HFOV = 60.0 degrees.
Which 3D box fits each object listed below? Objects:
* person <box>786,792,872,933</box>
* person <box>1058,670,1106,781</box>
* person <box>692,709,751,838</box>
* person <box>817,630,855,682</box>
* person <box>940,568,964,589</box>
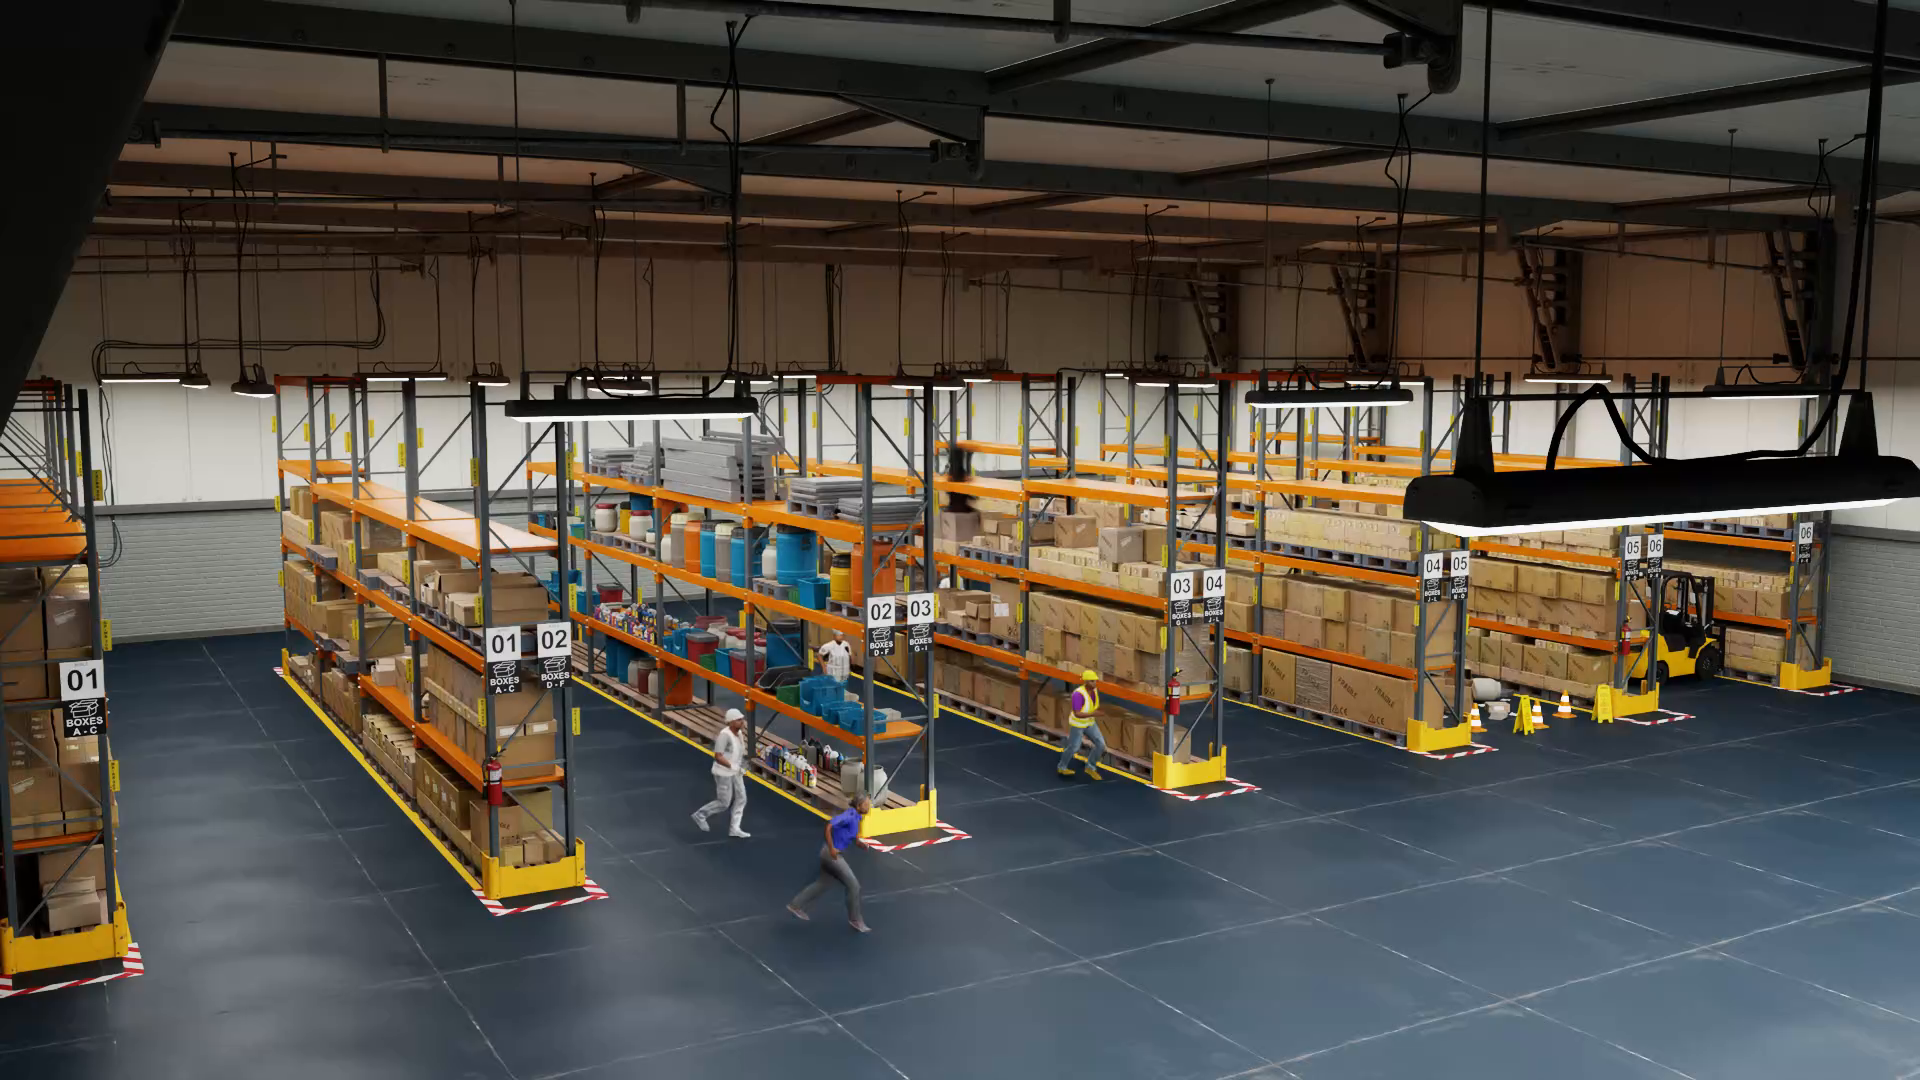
[{"bbox_3d":[-1.456,3.619,18.390,0.956,1.517,0.617,1,6,9],"label":"person"},{"bbox_3d":[1.842,2.761,24.828,0.656,1.711,0.958,-5,8,-41],"label":"person"},{"bbox_3d":[-3.154,3.072,21.982,0.821,1.736,0.682,2,7,19],"label":"person"},{"bbox_3d":[-2.113,2.364,28.861,0.611,1.702,0.715,-4,7,-34],"label":"person"},{"bbox_3d":[-0.138,1.461,36.533,0.677,1.780,0.847,-3,7,-22],"label":"person"}]
